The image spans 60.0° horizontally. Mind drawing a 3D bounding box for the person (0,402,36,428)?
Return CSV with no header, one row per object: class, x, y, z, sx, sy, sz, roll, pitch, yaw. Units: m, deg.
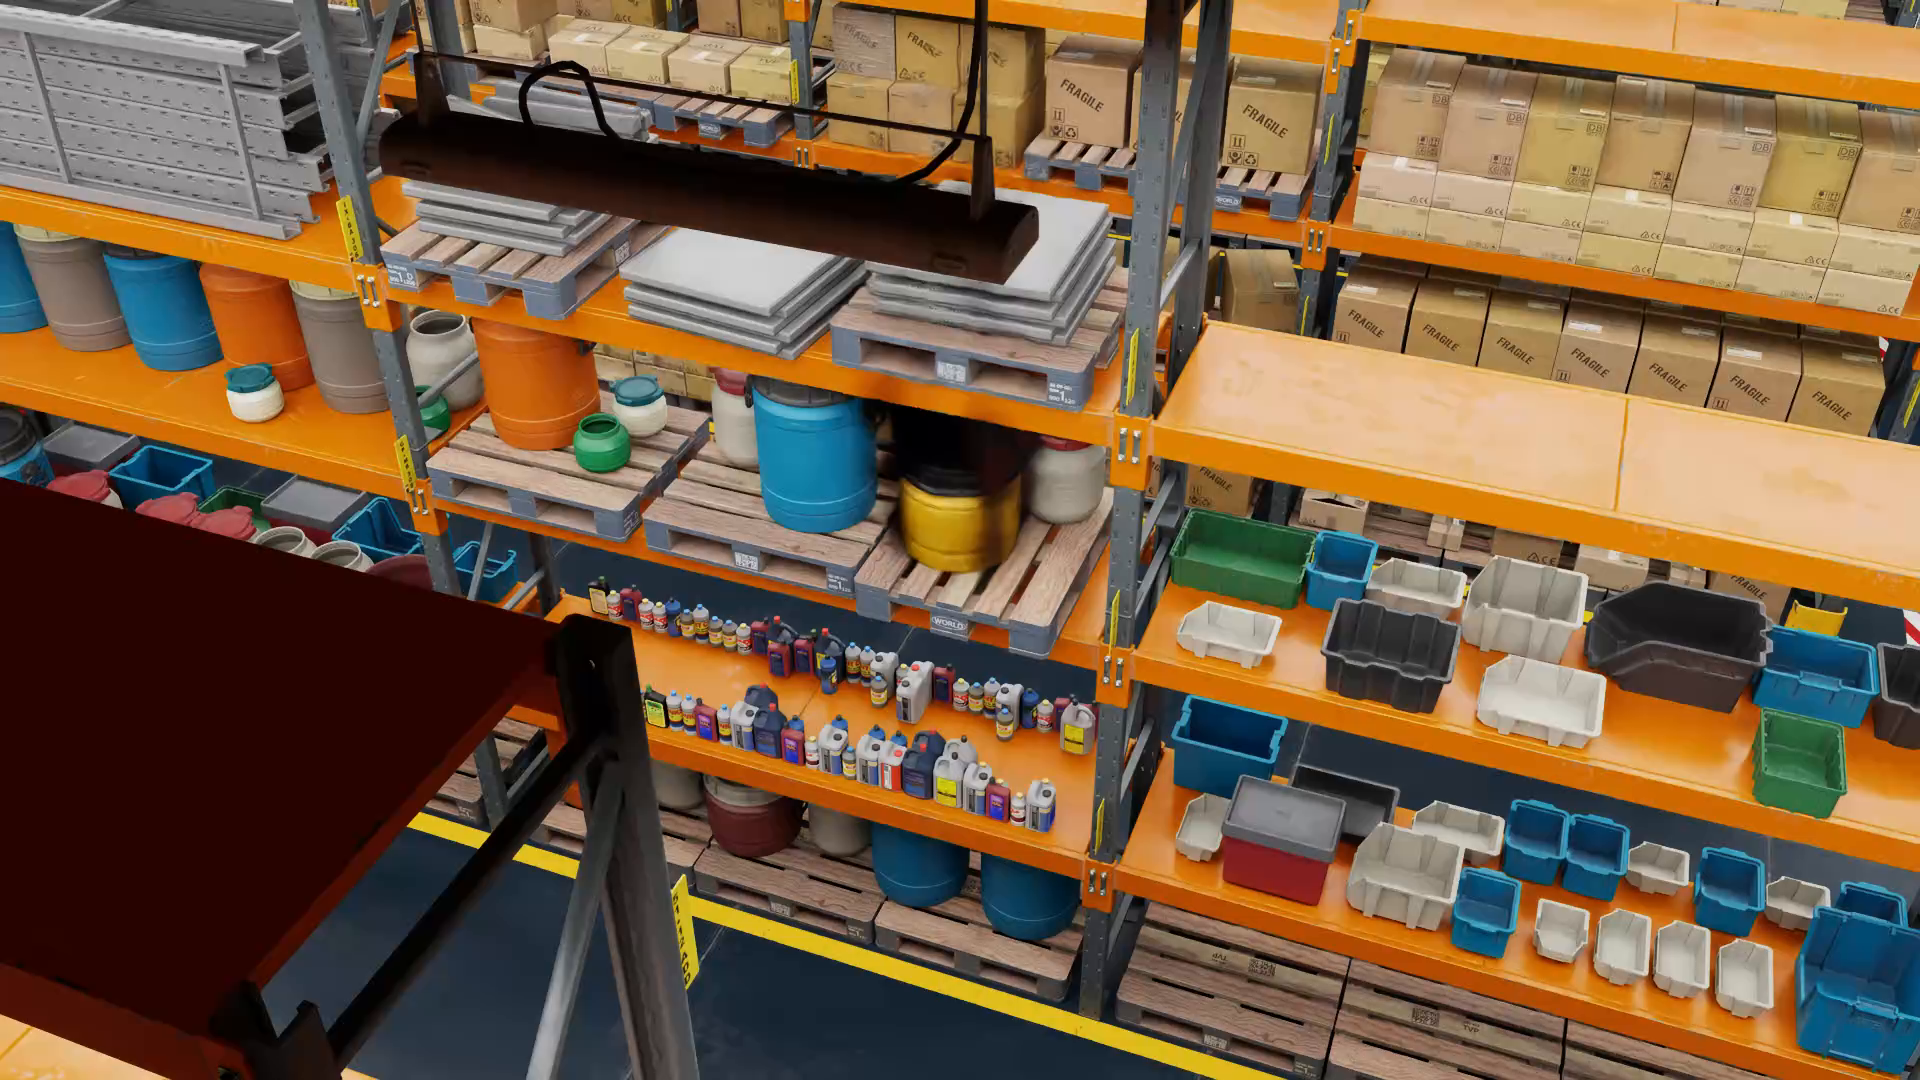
person,-8.178,-1.507,13.963,0.624,1.742,0.707,7,37,10
